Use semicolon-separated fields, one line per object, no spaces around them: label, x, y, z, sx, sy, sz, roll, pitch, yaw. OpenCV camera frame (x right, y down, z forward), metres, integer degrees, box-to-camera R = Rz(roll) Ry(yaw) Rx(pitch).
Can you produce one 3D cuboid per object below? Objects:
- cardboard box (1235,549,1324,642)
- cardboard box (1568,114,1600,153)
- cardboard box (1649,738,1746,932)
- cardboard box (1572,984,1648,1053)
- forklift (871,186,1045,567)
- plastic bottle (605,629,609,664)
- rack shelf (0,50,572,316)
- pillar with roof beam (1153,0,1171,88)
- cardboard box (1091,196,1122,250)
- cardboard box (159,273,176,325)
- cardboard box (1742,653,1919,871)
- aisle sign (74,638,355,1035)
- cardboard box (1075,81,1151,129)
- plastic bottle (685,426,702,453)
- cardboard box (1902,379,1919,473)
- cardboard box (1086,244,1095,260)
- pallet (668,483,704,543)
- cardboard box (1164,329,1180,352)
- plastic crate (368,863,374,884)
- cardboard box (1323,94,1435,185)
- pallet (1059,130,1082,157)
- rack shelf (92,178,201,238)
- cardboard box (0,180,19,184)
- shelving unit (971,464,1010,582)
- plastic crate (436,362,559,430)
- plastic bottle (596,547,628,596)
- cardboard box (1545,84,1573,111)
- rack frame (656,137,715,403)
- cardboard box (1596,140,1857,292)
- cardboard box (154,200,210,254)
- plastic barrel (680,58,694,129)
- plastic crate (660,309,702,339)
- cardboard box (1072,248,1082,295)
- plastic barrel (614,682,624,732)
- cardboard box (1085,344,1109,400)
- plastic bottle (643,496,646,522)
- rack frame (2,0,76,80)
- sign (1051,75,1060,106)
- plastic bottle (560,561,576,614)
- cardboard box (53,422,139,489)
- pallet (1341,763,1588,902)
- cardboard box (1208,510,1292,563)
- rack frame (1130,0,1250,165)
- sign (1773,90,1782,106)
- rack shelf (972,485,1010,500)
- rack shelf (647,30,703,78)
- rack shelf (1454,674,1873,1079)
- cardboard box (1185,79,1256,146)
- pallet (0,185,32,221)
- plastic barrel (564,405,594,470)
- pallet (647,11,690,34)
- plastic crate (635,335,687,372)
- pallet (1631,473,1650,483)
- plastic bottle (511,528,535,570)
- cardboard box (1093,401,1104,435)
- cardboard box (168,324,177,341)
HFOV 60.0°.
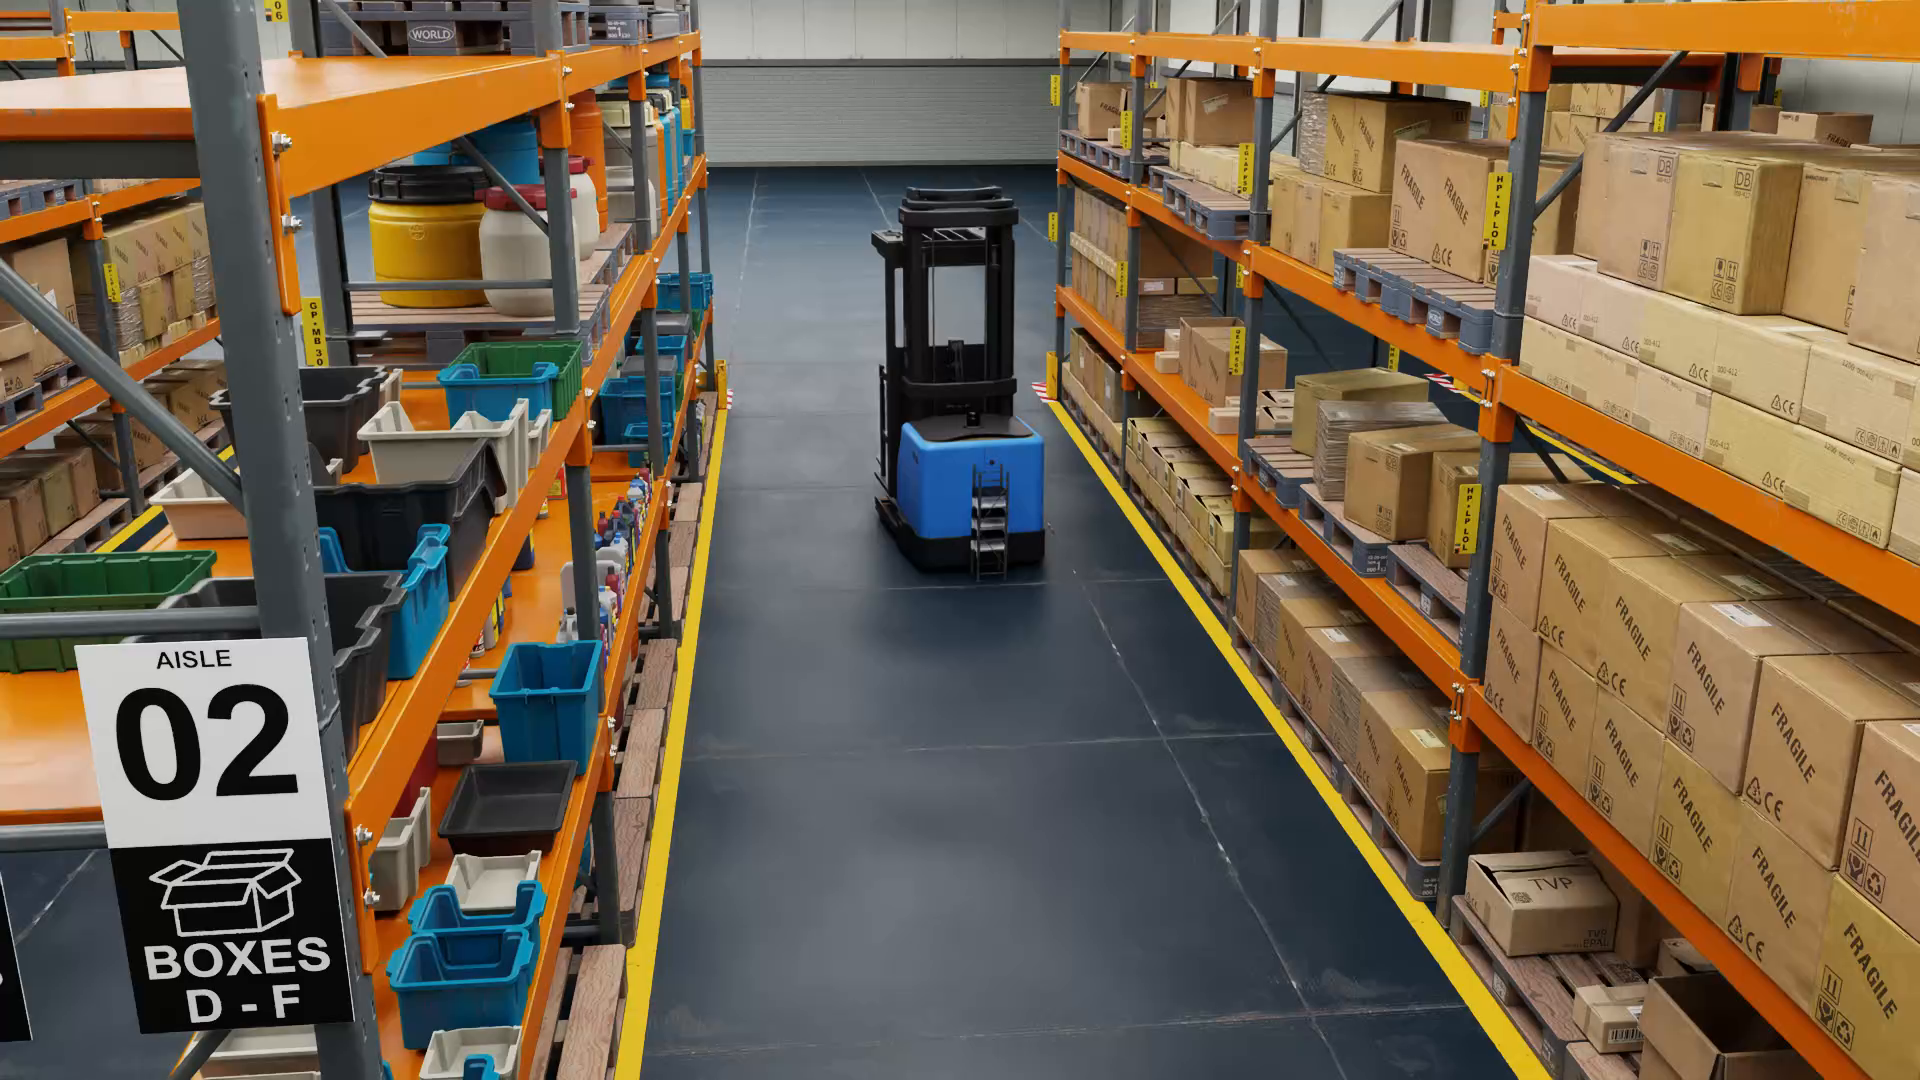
cardboard box;2.203;0.376;11.411;0.500;0.500;0.500;-1;17;-3
cardboard box;6.522;-4.043;16.840;0.500;0.500;0.500;-2;18;-8
cardboard box;2.793;1.006;5.798;0.500;0.500;0.500;-2;18;-6
cardboard box;2.780;1.971;6.885;0.380;0.166;0.250;-2;18;-6
forklift;-0.139;-1.582;14.321;1.130;2.935;3.031;-4;18;-12
plastic bottle;-1.732;0.491;7.937;0.097;0.201;0.097;0;17;0
rack shelf;-1.869;-1.140;4.654;1.077;0.370;4.000;-2;18;-6
pillar with roof beam;0.717;-12.987;40.520;9.100;9.000;0.400;-2;18;-6
cardboard box;1.768;-3.340;17.474;0.700;0.500;0.500;-2;18;-5
cardboard box;-7.980;-2.260;15.703;0.875;0.500;0.500;-2;18;-6
cardboard box;2.835;0.678;5.172;0.500;0.500;0.500;-1;17;-4
aisle sign;-1.359;0.556;3.058;0.394;0.787;0.004;-2;18;-6
cardboard box;1.670;-4.711;18.060;0.797;0.503;0.637;-1;17;-2
plastic bottle;-2.570;-0.991;16.012;0.144;0.351;0.185;-1;17;-4
cardboard box;2.907;-0.260;4.406;0.500;0.250;0.500;-2;18;-6
cardboard box;1.549;-3.061;17.669;0.380;0.149;0.250;-2;18;-7
pallet;-2.780;-0.228;14.551;1.003;0.211;1.213;-2;18;-6
cardboard box;2.122;-1.726;14.918;0.500;0.250;0.500;-1;17;-2
plastic crate;-2.129;1.231;5.426;0.416;0.233;0.300;-2;18;-6
cardboard box;2.531;-2.425;10.050;0.500;0.500;0.500;-2;18;-6
pallet;1.662;-4.312;18.045;1.003;0.211;1.213;-2;18;-6
rack shelf;-8.033;-3.322;15.944;1.077;0.370;4.000;-2;18;-6
cardboard box;-7.630;-2.929;13.013;0.396;0.266;0.258;-1;17;-4
shelving unit;0.234;-0.135;13.080;0.258;0.900;0.210;-4;22;-12
plastic crate;-1.663;-0.498;6.026;0.416;0.233;0.300;-2;18;-6
plastic bottle;-1.863;0.157;8.877;0.152;0.276;0.135;-2;18;-6
cardboard box;6.405;-4.829;17.673;0.500;0.500;0.500;-1;17;-4
rack frame;-3.313;-2.983;18.671;1.000;3.000;0.127;-2;18;-6
cardboard box;2.851;-1.218;6.206;0.700;0.500;0.500;-2;18;-6
cardboard box;-7.879;-3.192;17.002;0.500;0.500;0.500;-2;18;-6
plastic barrel;-3.136;-4.678;17.645;0.600;0.830;0.708;-2;18;-6
plastic crate;-2.759;-2.103;16.222;0.450;0.188;0.662;-2;18;-6
cardboard box;1.650;-3.043;18.695;0.700;0.500;0.500;-2;18;-6
plastic barrel;-2.304;0.832;9.843;0.600;0.588;0.708;-2;18;-6
cardboard box;1.601;-1.767;17.437;0.500;0.500;0.500;-2;18;-6
plastic bottle;-1.974;-0.207;10.159;0.097;0.201;0.097;0;17;0
rack frame;-7.827;-4.500;13.489;1.000;3.000;0.127;-2;18;-6
sign;1.062;-5.005;18.513;0.100;0.325;0.005;-2;18;-6
plastic bottle;-1.990;0.231;8.642;0.152;0.276;0.135;-2;18;-6
cardboard box;-7.828;-0.766;15.082;0.500;0.500;0.500;-2;18;-7
pallet;2.731;1.530;8.952;1.003;0.211;1.213;-2;18;-6
cardboard box;2.141;-0.056;12.300;0.500;0.311;0.500;-1;17;-4
rack frame;2.027;-4.805;14.460;1.000;3.000;0.127;-2;18;-6
sign;7.506;-3.981;15.322;0.100;0.325;0.005;-2;18;-6
rack shelf;0.239;-0.355;12.992;0.258;0.077;0.200;-4;22;-12
rack shelf;-3.106;-4.715;16.042;1.077;0.370;4.000;-2;18;-6
rack shelf;3.059;1.379;5.976;1.077;0.370;4.000;-2;18;-6
cardboard box;2.133;-3.507;13.629;0.500;0.500;0.500;0;17;0
pallet;-7.759;-2.484;12.386;1.213;0.211;1.003;-2;18;-6
plastic barrel;-2.837;-0.793;11.469;0.600;0.536;0.708;-2;18;-6
pallet;-3.142;-4.982;16.004;1.003;0.211;1.213;-2;18;-6
plastic crate;-2.477;-1.464;13.861;0.392;0.384;0.575;-2;18;-6
pallet;7.036;-0.535;15.528;1.003;0.211;1.213;-2;18;-6
plastic bottle;-2.471;-0.021;9.318;0.144;0.351;0.185;-2;18;-6
cardboard box;1.654;-1.261;17.075;0.500;0.250;0.500;-2;18;-6
cardboard box;-7.703;-1.963;15.842;0.380;0.149;0.250;-2;18;-6
